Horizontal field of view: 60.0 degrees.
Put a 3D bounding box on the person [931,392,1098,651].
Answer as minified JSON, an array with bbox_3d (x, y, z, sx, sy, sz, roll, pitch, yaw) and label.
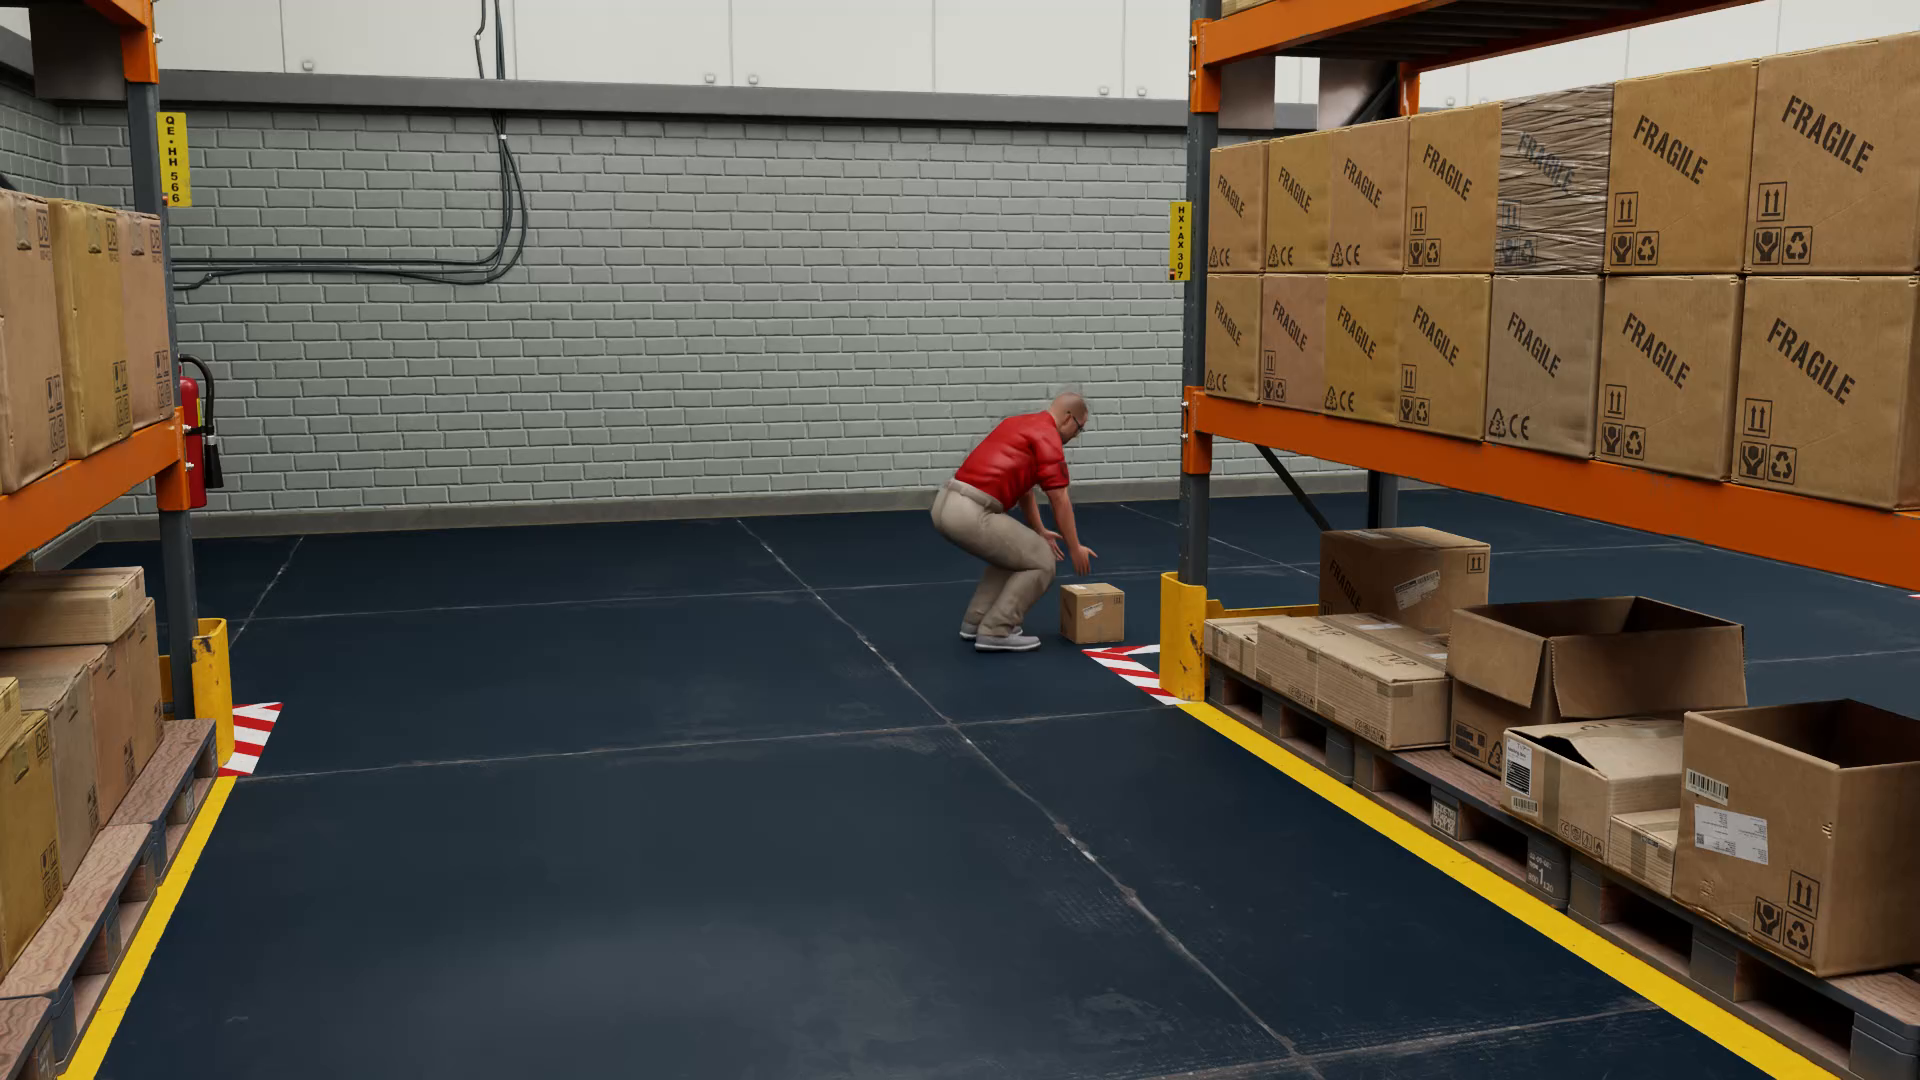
[{"bbox_3d":[0.250,-0.102,8.138,0.794,1.228,0.583,-3,10,-16],"label":"person"}]
